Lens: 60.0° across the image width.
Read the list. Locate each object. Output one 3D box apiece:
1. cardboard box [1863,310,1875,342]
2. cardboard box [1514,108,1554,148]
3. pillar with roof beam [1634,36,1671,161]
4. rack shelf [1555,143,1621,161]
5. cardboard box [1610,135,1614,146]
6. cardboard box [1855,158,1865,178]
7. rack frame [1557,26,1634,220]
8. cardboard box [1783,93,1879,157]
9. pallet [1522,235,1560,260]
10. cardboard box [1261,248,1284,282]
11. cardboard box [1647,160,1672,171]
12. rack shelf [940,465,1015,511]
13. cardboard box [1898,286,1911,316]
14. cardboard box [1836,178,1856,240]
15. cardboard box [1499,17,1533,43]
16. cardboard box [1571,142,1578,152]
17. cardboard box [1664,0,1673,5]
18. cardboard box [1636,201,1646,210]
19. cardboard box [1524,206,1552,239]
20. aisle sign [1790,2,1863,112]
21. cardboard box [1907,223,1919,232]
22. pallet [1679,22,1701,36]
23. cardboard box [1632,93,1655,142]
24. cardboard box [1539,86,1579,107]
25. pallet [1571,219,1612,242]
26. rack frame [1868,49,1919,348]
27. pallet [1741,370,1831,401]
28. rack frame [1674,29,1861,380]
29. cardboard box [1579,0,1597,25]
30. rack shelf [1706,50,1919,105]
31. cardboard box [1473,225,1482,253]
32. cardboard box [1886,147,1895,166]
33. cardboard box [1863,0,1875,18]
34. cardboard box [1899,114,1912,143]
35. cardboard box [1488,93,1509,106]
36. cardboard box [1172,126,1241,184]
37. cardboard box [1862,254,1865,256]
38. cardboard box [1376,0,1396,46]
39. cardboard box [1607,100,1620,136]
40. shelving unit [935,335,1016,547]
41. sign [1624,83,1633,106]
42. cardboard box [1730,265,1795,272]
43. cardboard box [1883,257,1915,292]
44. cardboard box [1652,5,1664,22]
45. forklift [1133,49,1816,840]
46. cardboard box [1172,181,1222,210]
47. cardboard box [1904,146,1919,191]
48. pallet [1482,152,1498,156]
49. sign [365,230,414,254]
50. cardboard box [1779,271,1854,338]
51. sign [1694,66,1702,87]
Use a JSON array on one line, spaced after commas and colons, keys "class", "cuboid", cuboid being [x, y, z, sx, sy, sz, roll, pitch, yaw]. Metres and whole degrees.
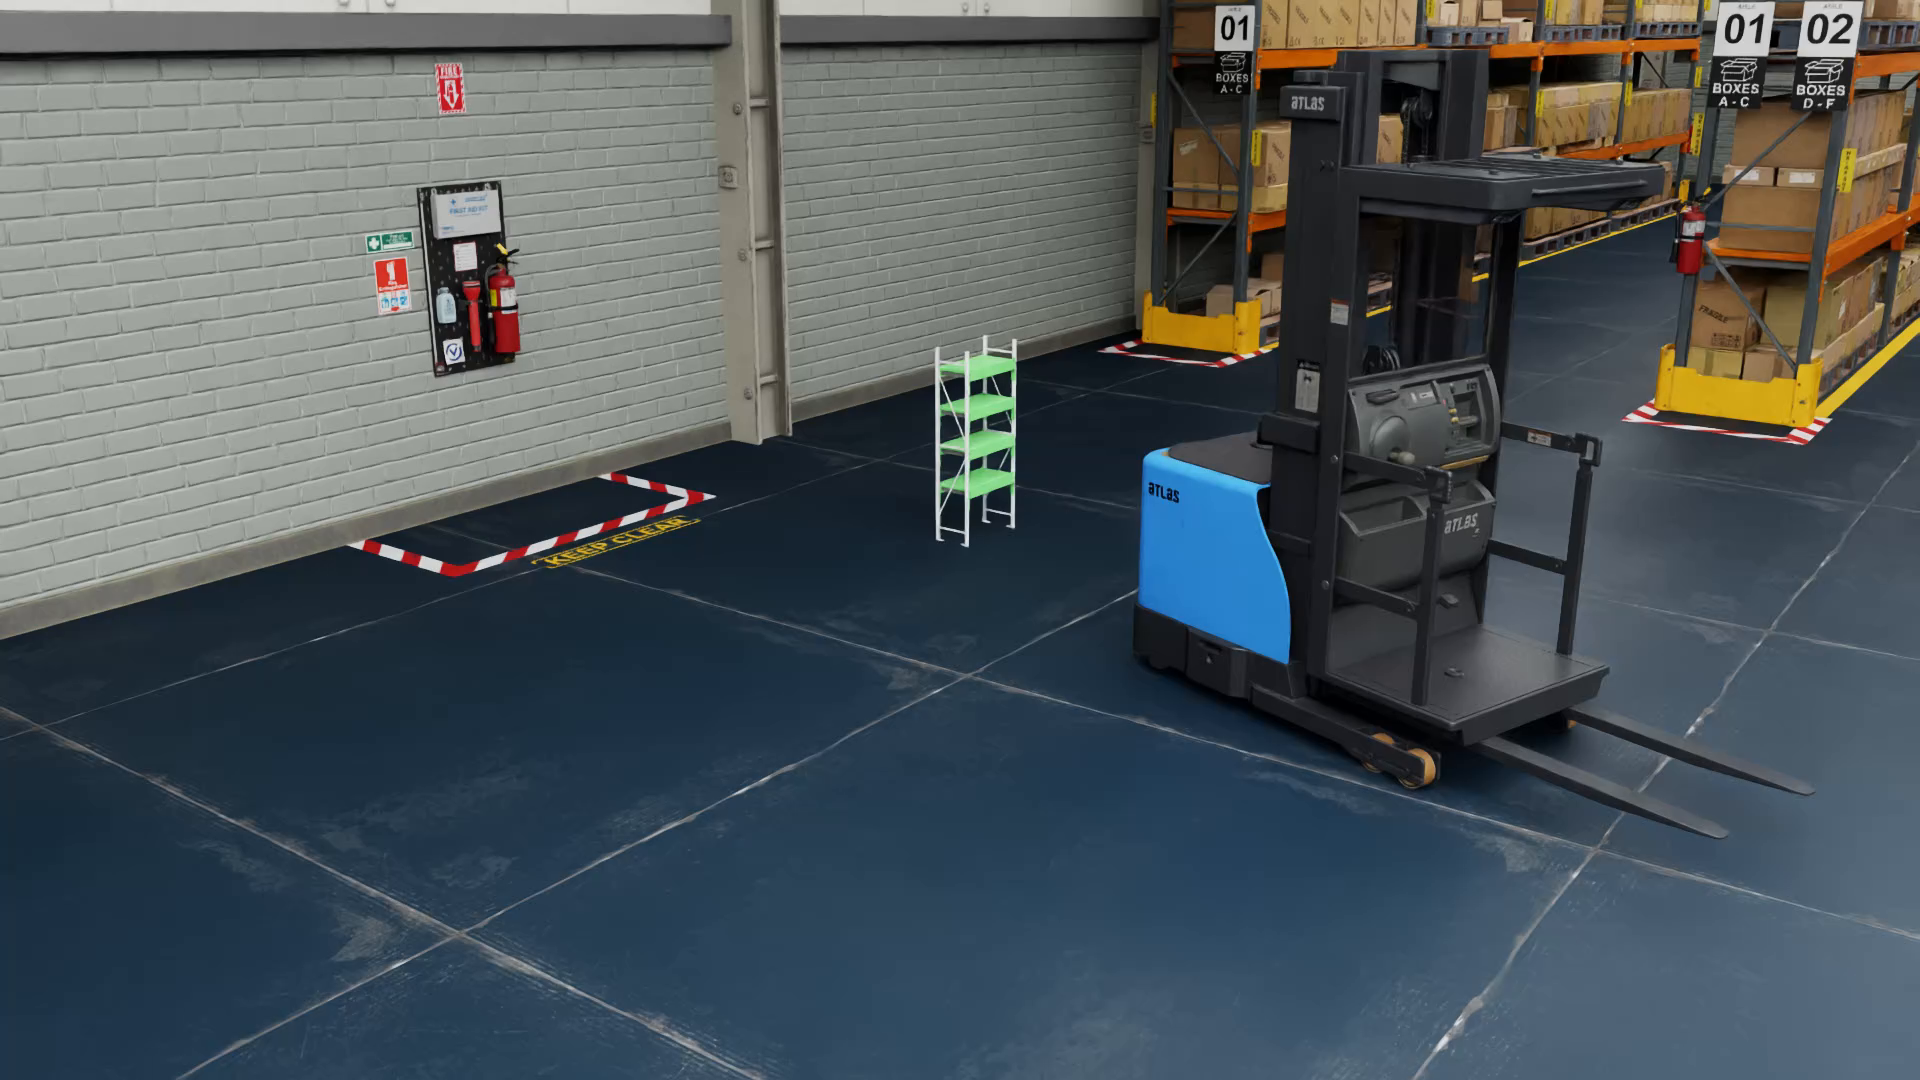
[{"class": "cardboard box", "cuboid": [8.277, -2.034, 15.665, 0.500, 0.250, 0.500, 12, 21, 35]}, {"class": "cardboard box", "cuboid": [7.582, -5.510, 22.226, 0.500, 0.500, 0.500, 13, 22, 36]}, {"class": "pillar with roof beam", "cuboid": [16.225, -10.046, 27.421, 9.100, 9.000, 0.400, 12, 21, 35]}, {"class": "rack shelf", "cuboid": [8.278, -5.373, 23.702, 1.077, 0.370, 4.000, 12, 21, 35]}, {"class": "cardboard box", "cuboid": [9.496, -5.952, 24.743, 0.380, 0.149, 0.250, 13, 21, 35]}, {"class": "cardboard box", "cuboid": [7.473, -3.181, 14.166, 0.380, 0.149, 0.250, 12, 21, 34]}, {"class": "rack frame", "cuboid": [9.470, -6.193, 25.129, 1.000, 3.000, 0.127, 12, 21, 35]}, {"class": "cardboard box", "cuboid": [7.528, -3.615, 14.471, 0.700, 0.500, 0.500, 12, 21, 35]}, {"class": "pallet", "cuboid": [7.617, -4.083, 23.036, 1.003, 0.211, 1.213, 12, 21, 35]}, {"class": "cardboard box", "cuboid": [3.622, -2.802, 17.682, 0.700, 0.500, 0.500, 11, 20, 31]}, {"class": "cardboard box", "cuboid": [11.587, -6.215, 27.613, 0.380, 0.149, 0.250, 12, 21, 34]}, {"class": "rack shelf", "cuboid": [0.099, -0.322, 10.283, 0.258, 0.148, 0.480, 12, 21, 35]}, {"class": "cardboard box", "cuboid": [9.429, -2.474, 17.082, 0.500, 0.250, 0.500, 13, 22, 36]}, {"class": "cardboard box", "cuboid": [7.199, -2.860, 14.228, 0.700, 0.500, 0.500, 13, 21, 35]}, {"class": "cardboard box", "cuboid": [6.875, -6.421, 20.921, 0.500, 0.311, 0.500, 12, 21, 35]}, {"class": "cardboard box", "cuboid": [8.536, -5.596, 23.596, 0.380, 0.149, 0.250, 13, 22, 36]}, {"class": "cardboard box", "cuboid": [10.711, -8.523, 25.685, 0.500, 0.500, 0.500, 13, 21, 35]}, {"class": "cardboard box", "cuboid": [10.608, -5.601, 26.728, 0.700, 0.500, 0.500, 13, 21, 36]}, {"class": "cardboard box", "cuboid": [7.630, -4.566, 22.807, 0.750, 0.750, 0.750, 12, 21, 34]}, {"class": "aisle sign", "cuboid": [6.508, -3.632, 12.499, 0.394, 0.787, 0.004, 12, 21, 35]}, {"class": "cardboard box", "cuboid": [11.436, -3.647, 20.402, 0.500, 0.500, 0.500, 13, 22, 37]}, {"class": "pallet", "cuboid": [11.420, -8.358, 27.190, 1.003, 0.211, 1.213, 12, 21, 35]}, {"class": "cardboard box", "cuboid": [10.246, -6.636, 26.048, 0.980, 0.700, 0.700, 12, 21, 33]}, {"class": "cardboard box", "cuboid": [8.179, -6.108, 22.888, 0.500, 0.250, 0.500, 13, 21, 35]}, {"class": "pallet", "cuboid": [9.071, -4.664, 24.908, 1.003, 0.211, 1.213, 12, 21, 35]}, {"class": "rack frame", "cuboid": [8.684, -3.413, 16.177, 1.000, 3.000, 0.127, 12, 21, 35]}, {"class": "pallet", "cuboid": [6.723, -1.318, 14.133, 1.003, 0.211, 1.213, 12, 21, 35]}, {"class": "rack frame", "cuboid": [6.301, -2.461, 13.109, 1.000, 3.000, 0.127, 12, 21, 35]}, {"class": "cardboard box", "cuboid": [8.578, -7.549, 23.528, 0.700, 0.500, 0.500, 12, 21, 34]}, {"class": "rack shelf", "cuboid": [7.492, -4.026, 14.305, 1.077, 0.370, 4.000, 12, 21, 35]}, {"class": "cardboard box", "cuboid": [6.299, -3.974, 21.456, 0.700, 0.500, 0.500, 12, 21, 35]}, {"class": "cardboard box", "cuboid": [8.391, -3.547, 15.345, 0.380, 0.149, 0.250, 12, 21, 33]}, {"class": "cardboard box", "cuboid": [7.143, -4.290, 13.421, 0.380, 0.149, 0.250, 12, 21, 35]}, {"class": "cardboard box", "cuboid": [11.352, -4.784, 19.715, 0.700, 0.500, 0.500, 5, 18, 16]}, {"class": "cardboard box", "cuboid": [6.905, -5.721, 21.603, 0.380, 0.149, 0.250, 9, 20, 28]}, {"class": "cardboard box", "cuboid": [2.430, -3.781, 16.316, 0.500, 0.500, 0.500, 12, 21, 34]}, {"class": "cardboard box", "cuboid": [9.299, -2.959, 17.697, 0.500, 0.311, 0.500, 12, 21, 35]}, {"class": "cardboard box", "cuboid": [4.289, -5.495, 17.622, 0.500, 0.500, 0.500, 10, 20, 30]}, {"class": "cardboard box", "cuboid": [9.397, -6.238, 24.570, 0.500, 0.500, 0.500, 12, 21, 34]}, {"class": "shelving unit", "cuboid": [0.099, -0.612, 10.193, 0.258, 1.200, 0.503, 12, 21, 35]}, {"class": "sign", "cuboid": [9.912, -6.615, 24.668, 0.100, 0.325, 0.005, 12, 21, 35]}, {"class": "cardboard box", "cuboid": [7.264, -2.246, 15.082, 0.500, 0.500, 0.500, 12, 21, 35]}, {"class": "cardboard box", "cuboid": [9.433, -2.741, 16.996, 0.500, 0.311, 0.500, 12, 21, 34]}, {"class": "cardboard box", "cuboid": [10.409, -8.039, 25.392, 0.500, 0.250, 0.500, 12, 21, 34]}, {"class": "forklift", "cuboid": [2.133, -0.528, 7.003, 1.130, 2.935, 3.031, -12, 21, -34]}, {"class": "cardboard box", "cuboid": [2.443, -3.419, 16.413, 0.500, 0.250, 0.500, 13, 21, 35]}, {"class": "cardboard box", "cuboid": [9.767, -3.886, 17.530, 0.500, 0.500, 0.500, 12, 21, 35]}, {"class": "pallet", "cuboid": [5.940, -4.670, 20.548, 1.003, 0.211, 1.213, 12, 21, 35]}, {"class": "sign", "cuboid": [-3.438, -1.800, 10.028, 0.001, 0.109, 0.331, 12, 21, 35]}, {"class": "cardboard box", "cuboid": [7.383, -2.035, 14.404, 0.500, 0.500, 0.500, 12, 21, 35]}, {"class": "sign", "cuboid": [12.281, -7.713, 27.671, 0.100, 0.325, 0.005, 12, 21, 35]}]
